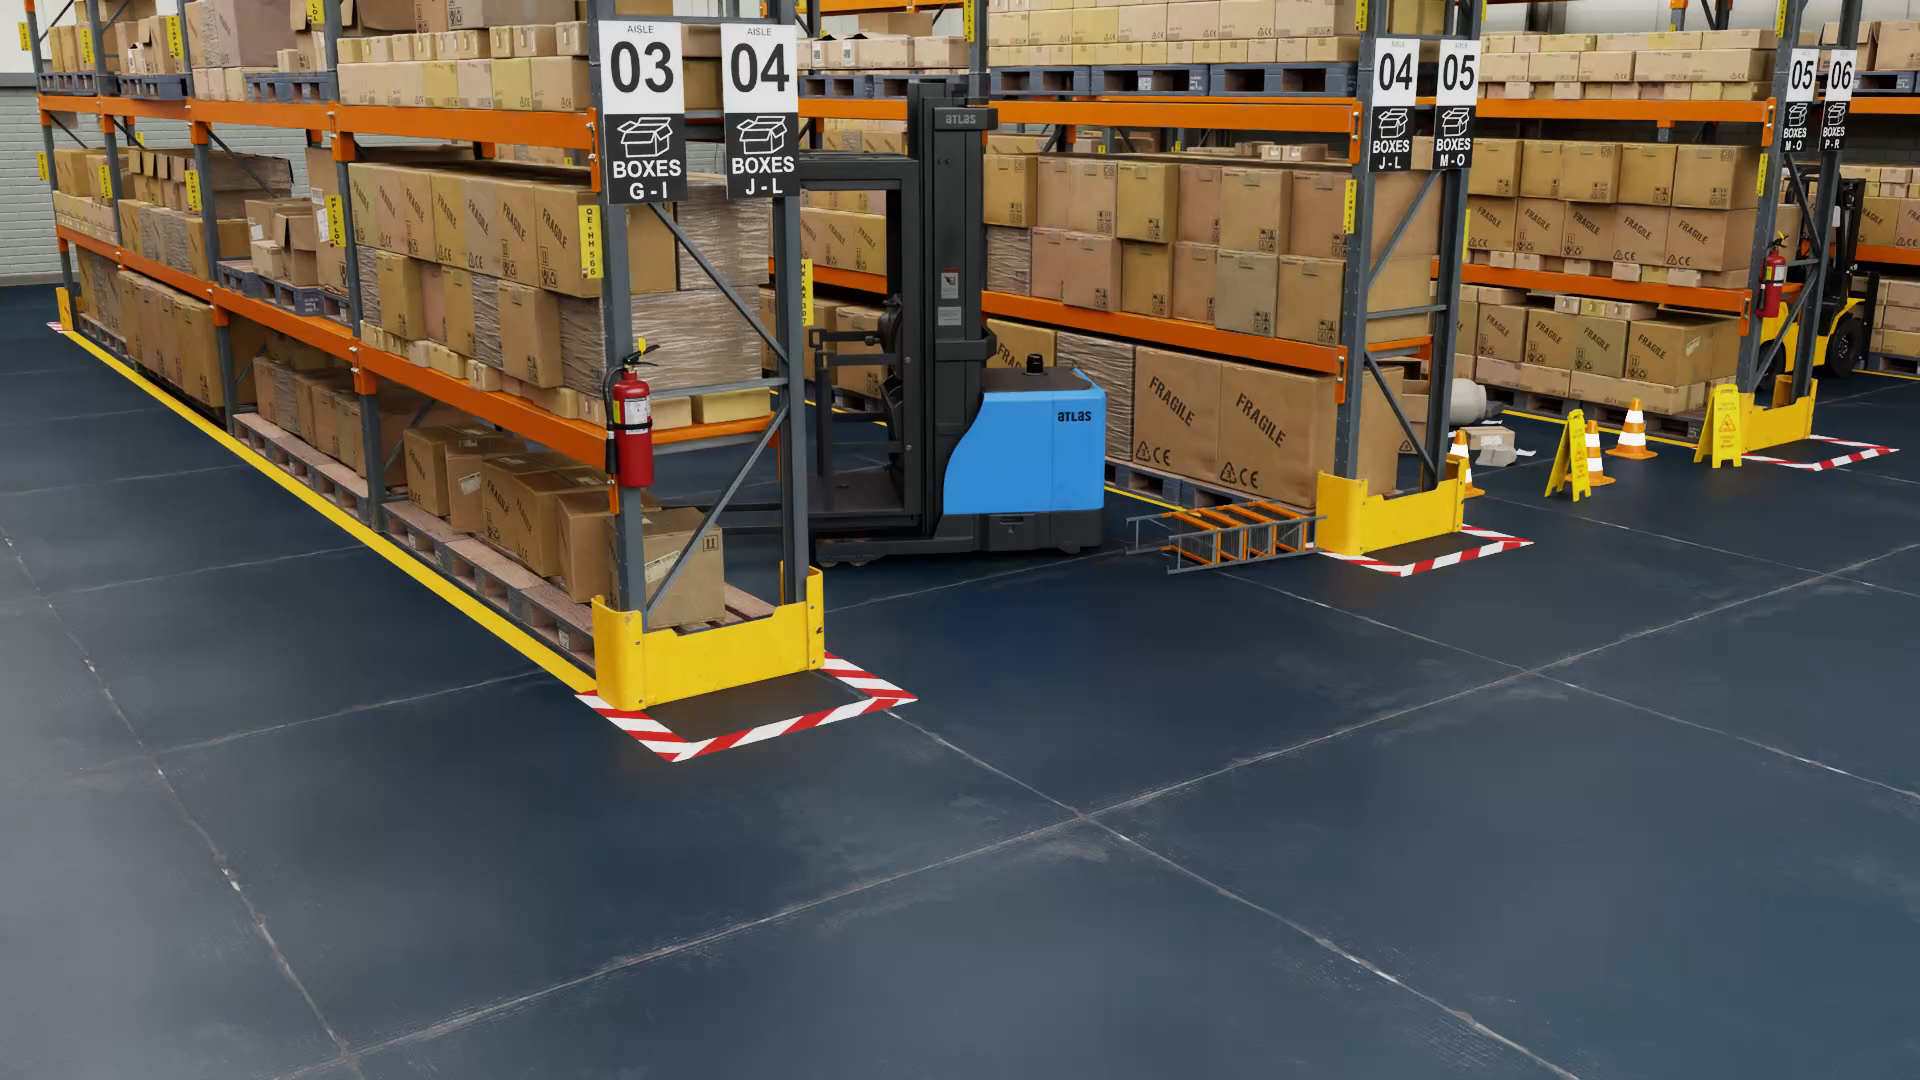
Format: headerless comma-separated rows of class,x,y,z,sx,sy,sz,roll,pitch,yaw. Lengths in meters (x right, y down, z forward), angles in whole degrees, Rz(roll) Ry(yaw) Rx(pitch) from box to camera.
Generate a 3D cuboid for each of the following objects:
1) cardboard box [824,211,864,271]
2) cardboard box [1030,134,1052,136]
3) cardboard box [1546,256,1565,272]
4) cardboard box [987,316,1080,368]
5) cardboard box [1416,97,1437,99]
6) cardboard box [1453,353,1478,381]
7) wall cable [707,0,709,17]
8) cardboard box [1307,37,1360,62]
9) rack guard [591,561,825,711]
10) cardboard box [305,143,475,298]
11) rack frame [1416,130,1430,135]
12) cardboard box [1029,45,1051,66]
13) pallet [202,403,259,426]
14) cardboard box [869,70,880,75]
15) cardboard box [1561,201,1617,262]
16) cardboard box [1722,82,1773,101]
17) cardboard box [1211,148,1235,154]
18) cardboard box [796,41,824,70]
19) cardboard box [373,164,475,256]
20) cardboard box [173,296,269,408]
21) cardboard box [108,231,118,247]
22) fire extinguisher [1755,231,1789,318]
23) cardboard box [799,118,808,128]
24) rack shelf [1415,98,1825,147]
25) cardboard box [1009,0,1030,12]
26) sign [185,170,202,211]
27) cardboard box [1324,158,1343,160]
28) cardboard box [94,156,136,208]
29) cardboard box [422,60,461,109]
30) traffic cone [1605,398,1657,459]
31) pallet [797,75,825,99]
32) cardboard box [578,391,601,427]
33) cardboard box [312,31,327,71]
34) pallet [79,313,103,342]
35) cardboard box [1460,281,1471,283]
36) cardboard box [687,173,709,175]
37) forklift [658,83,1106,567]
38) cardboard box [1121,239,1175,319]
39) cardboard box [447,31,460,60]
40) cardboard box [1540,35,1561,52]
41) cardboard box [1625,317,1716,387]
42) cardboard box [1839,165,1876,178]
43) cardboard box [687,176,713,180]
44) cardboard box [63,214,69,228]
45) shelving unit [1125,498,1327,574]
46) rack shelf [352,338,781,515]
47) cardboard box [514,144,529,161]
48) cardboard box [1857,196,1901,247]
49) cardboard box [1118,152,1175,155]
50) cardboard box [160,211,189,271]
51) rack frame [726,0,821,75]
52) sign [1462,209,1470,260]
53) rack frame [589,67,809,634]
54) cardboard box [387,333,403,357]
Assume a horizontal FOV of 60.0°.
cardboard box,-0.909,-2.766,15.310,0.500,0.500,0.500,-11,19,-35
cardboard box,1.124,-4.967,21.459,0.500,0.500,0.500,-11,18,-34
cardboard box,5.529,-2.514,15.057,0.380,0.149,0.250,-11,19,-35
cardboard box,0.822,-1.356,13.579,0.875,0.875,0.875,-11,19,-34
cardboard box,4.545,-4.270,15.788,0.380,0.149,0.250,-11,19,-34
cardboard box,4.905,-1.710,16.054,0.500,0.250,0.500,-10,18,-31
wall cable,-5.565,-9.857,30.043,2.355,3.000,0.029,-11,19,-35
cardboard box,2.391,-3.064,10.399,0.380,0.149,0.250,-11,19,-35
rack guard,-1.256,0.468,8.419,1.175,0.500,0.348,-11,19,-35
cardboard box,-3.917,-2.259,11.715,1.000,1.000,1.000,-11,19,-34
rack frame,6.114,-4.739,22.709,1.000,3.000,0.127,-11,19,-35
cardboard box,0.747,-3.661,12.579,0.380,0.149,0.250,-11,19,-35
pallet,-6.317,-1.265,15.297,1.003,0.211,1.213,-11,19,-35
cardboard box,-1.040,-6.541,23.103,0.380,0.149,0.250,-10,18,-33
cardboard box,5.681,-2.739,14.650,0.500,0.500,0.500,-11,19,-35
cardboard box,6.369,-3.618,13.406,0.380,0.149,0.250,-11,19,-34
cardboard box,4.170,-5.595,24.853,0.700,0.500,0.500,-11,19,-34
cardboard box,-1.301,-4.507,15.480,0.500,0.250,0.500,-10,18,-33
cardboard box,-3.209,-2.007,10.081,0.500,0.500,0.500,-11,19,-35
cardboard box,-6.304,-1.758,15.046,1.225,0.875,0.875,-12,19,-37
cardboard box,-8.711,-3.177,17.477,0.380,0.149,0.250,-11,19,-34
fire extinguisher,6.500,-2.126,13.309,0.296,0.674,0.183,-11,19,-35
cardboard box,-2.177,-6.229,24.841,0.380,0.149,0.250,-12,19,-36
rack shelf,5.629,-3.786,14.909,1.077,0.370,4.000,-11,19,-35
cardboard box,0.599,-4.100,12.672,0.380,0.149,0.250,-11,19,-35
sign,-6.362,-2.901,13.801,0.100,0.325,0.005,-11,19,-35
cardboard box,3.835,-3.867,17.975,0.500,0.500,0.500,-11,19,-35
cardboard box,-8.753,-3.773,17.480,0.500,0.500,0.500,-10,18,-33
cardboard box,-2.590,-2.483,9.067,0.500,0.250,0.500,-11,19,-35
traffic cone,5.509,-0.927,13.588,0.336,0.463,0.334,-11,19,-35
pallet,-1.422,-4.404,16.162,1.213,0.211,1.003,-10,18,-32
cardboard box,-1.692,-0.682,8.363,0.380,0.149,0.250,-11,19,-35
cardboard box,-4.197,-3.345,11.393,0.396,0.266,0.258,-10,18,-33
pallet,-10.085,-2.634,20.301,1.003,0.211,1.213,-11,19,-35
cardboard box,6.860,-3.523,21.967,0.875,0.625,0.625,-10,18,-33
cardboard box,-3.036,-4.066,18.805,0.380,0.149,0.250,-12,19,-37
forklift,-0.619,-1.393,10.612,3.031,2.935,1.130,-2,15,-7
cardboard box,1.692,-1.974,12.322,0.875,0.550,0.500,-11,19,-35
cardboard box,-2.509,-2.644,8.900,0.380,0.149,0.250,-12,19,-37
cardboard box,5.355,-4.387,14.705,0.380,0.149,0.250,-10,18,-33
cardboard box,6.123,-1.628,14.335,0.500,0.500,0.500,-11,19,-34
cardboard box,9.530,-3.906,17.683,0.380,0.149,0.250,-11,19,-34
cardboard box,-1.602,-1.663,8.823,0.500,0.500,0.500,-11,19,-35
cardboard box,-10.374,-3.780,19.683,0.380,0.149,0.250,-11,19,-36
shelving unit,1.703,-0.033,10.640,1.200,0.258,0.503,-7,17,-25
rack shelf,-2.387,-0.801,9.685,1.077,0.370,4.000,-11,19,-35
cardboard box,-5.288,-4.985,20.962,0.500,0.500,0.500,-10,18,-33
cardboard box,9.717,-3.365,17.499,0.500,0.500,0.500,-11,19,-36
cardboard box,2.179,-4.230,19.301,0.500,0.500,0.500,-12,19,-36
cardboard box,-7.002,-2.762,15.298,0.500,0.500,0.500,-12,19,-36
rack frame,-1.843,-6.071,16.213,1.000,3.000,0.127,-11,19,-35
sign,3.313,-2.010,10.949,0.100,0.325,0.005,-11,19,-35
rack frame,-1.211,-0.721,8.029,1.000,3.000,0.127,-11,19,-35
cardboard box,-3.374,-1.257,10.463,0.380,0.149,0.250,-11,19,-35
